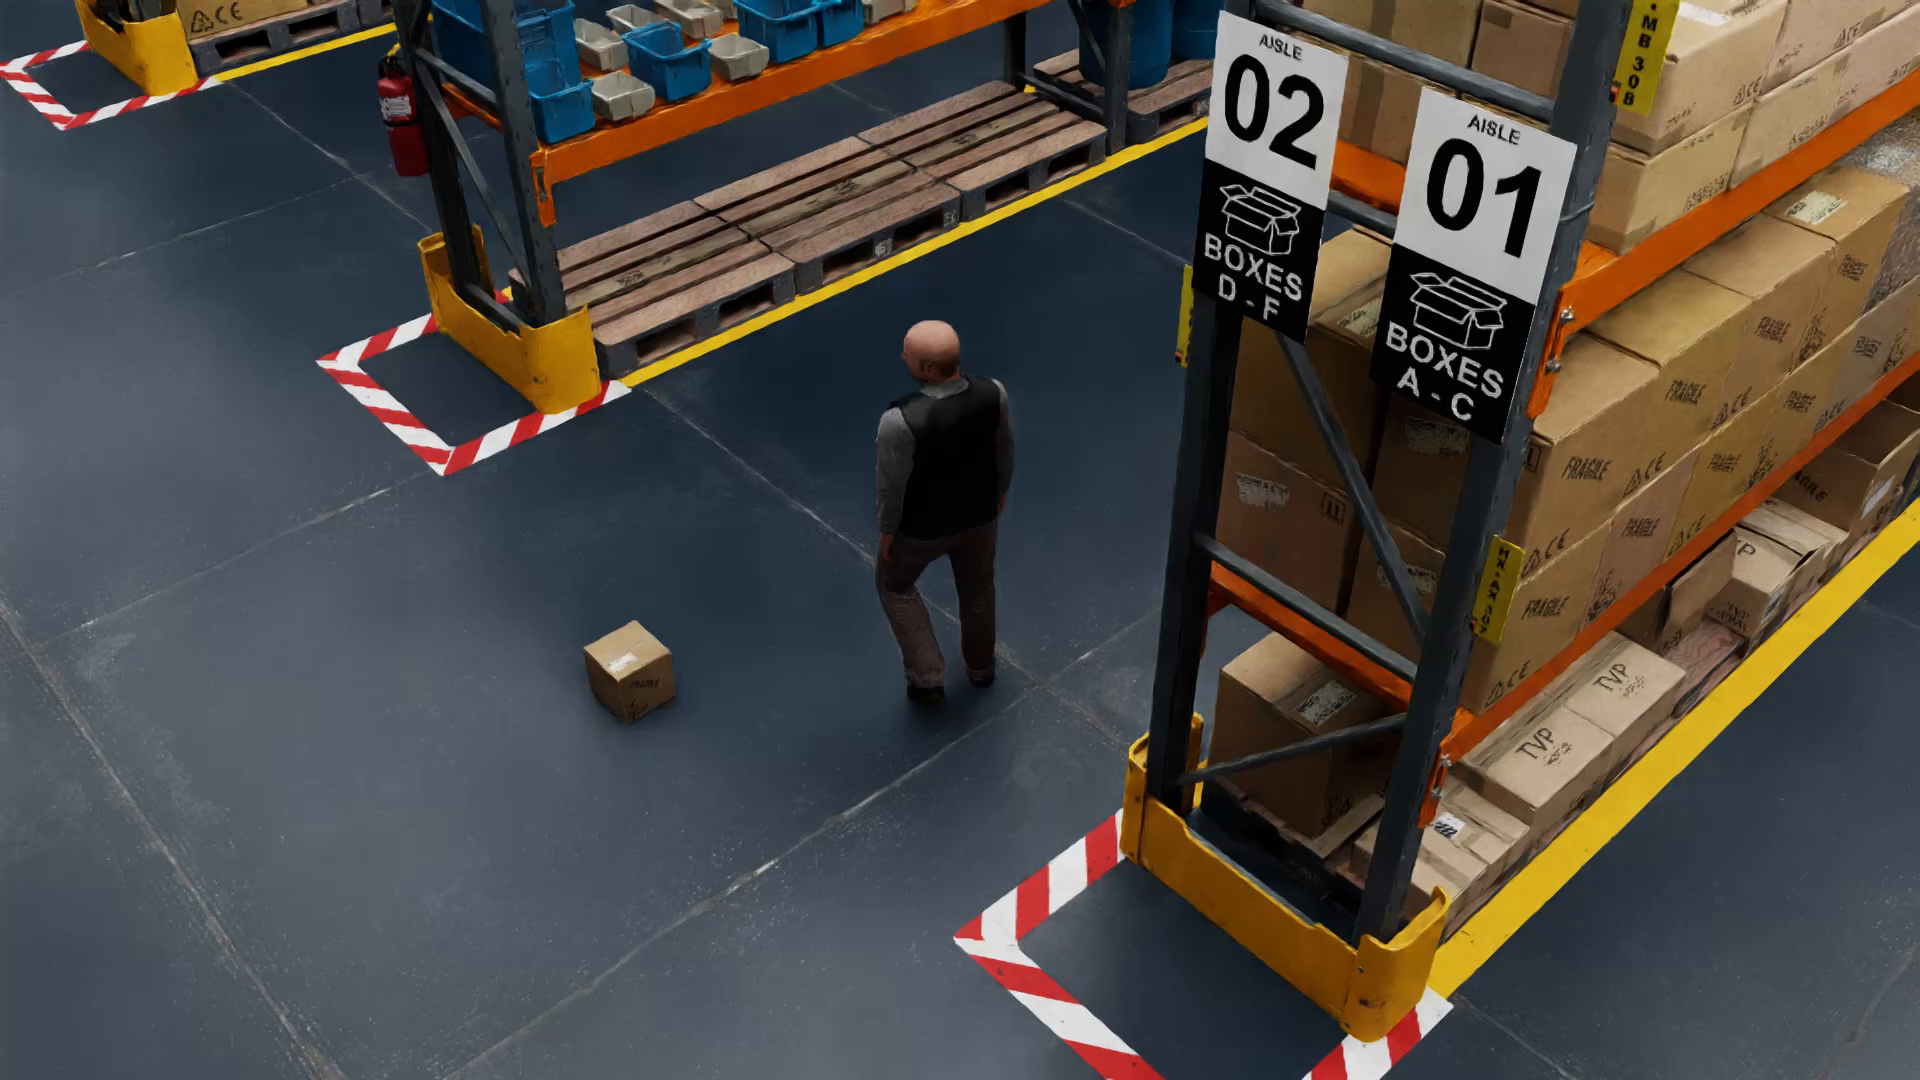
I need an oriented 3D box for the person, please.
[{"bbox_3d":[-0.052,-0.074,6.250,0.575,1.732,0.411,-15,42,-17],"label":"person"}]
